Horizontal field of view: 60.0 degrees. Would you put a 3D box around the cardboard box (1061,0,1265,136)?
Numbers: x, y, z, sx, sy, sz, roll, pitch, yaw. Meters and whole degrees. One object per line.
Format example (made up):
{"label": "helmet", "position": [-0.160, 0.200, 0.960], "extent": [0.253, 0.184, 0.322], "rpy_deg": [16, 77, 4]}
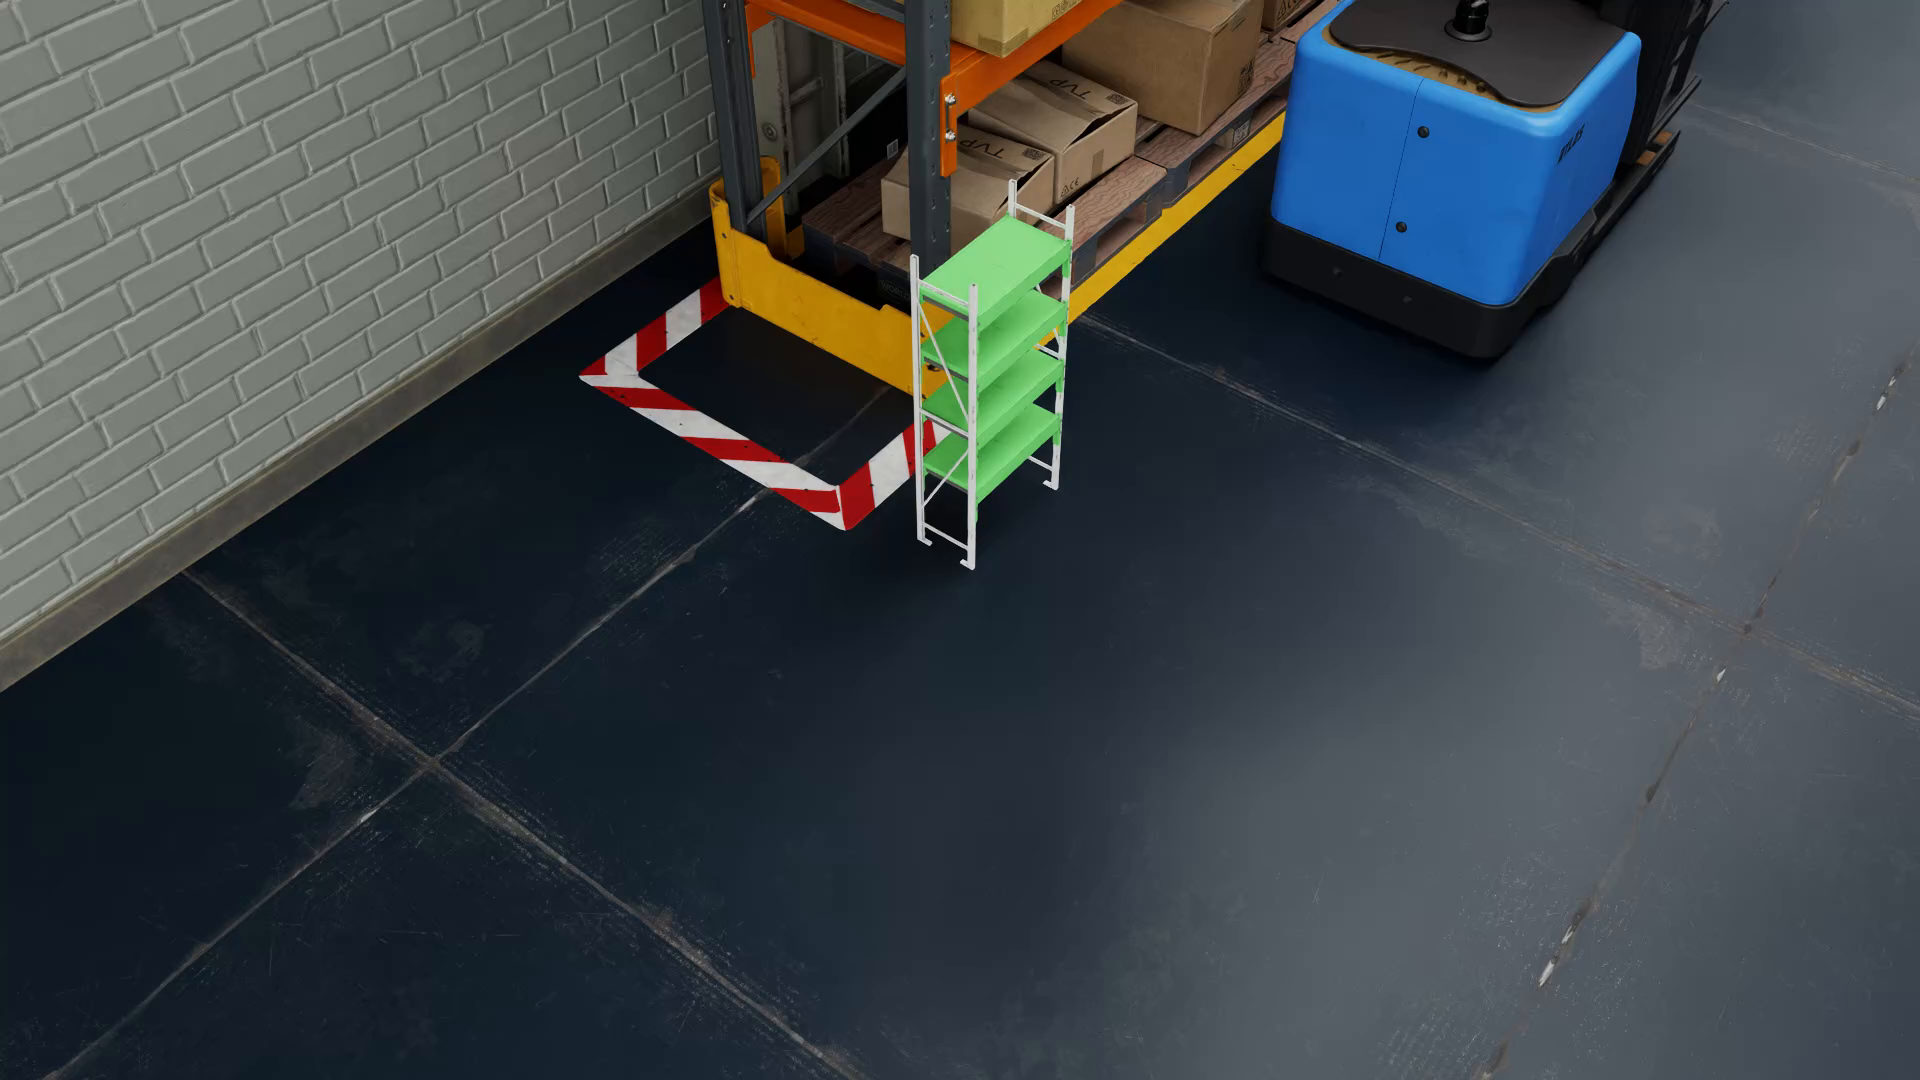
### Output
{"label": "cardboard box", "position": [0.869, -2.182, 7.184], "extent": [0.700, 0.500, 0.500], "rpy_deg": [26, 52, 23]}

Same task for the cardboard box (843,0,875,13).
{"label": "cardboard box", "position": [-0.329, -2.121, 5.792], "extent": [0.500, 0.250, 0.500], "rpy_deg": [30, 53, 25]}

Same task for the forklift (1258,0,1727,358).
{"label": "forklift", "position": [2.488, -2.727, 6.328], "extent": [1.130, 2.935, 3.031], "rpy_deg": [28, 52, 24]}

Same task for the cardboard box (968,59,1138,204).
{"label": "cardboard box", "position": [0.381, -1.719, 6.873], "extent": [0.500, 0.311, 0.500], "rpy_deg": [34, 55, 28]}

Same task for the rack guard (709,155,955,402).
{"label": "rack guard", "position": [-0.415, -0.993, 6.353], "extent": [1.175, 0.500, 0.348], "rpy_deg": [29, 53, 25]}

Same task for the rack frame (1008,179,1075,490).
{"label": "rack frame", "position": [0.250, -0.649, 5.540], "extent": [0.240, 1.200, 0.015], "rpy_deg": [29, 53, 25]}

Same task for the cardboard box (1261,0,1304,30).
{"label": "cardboard box", "position": [1.381, -2.779, 7.755], "extent": [0.500, 0.500, 0.500], "rpy_deg": [25, 51, 22]}

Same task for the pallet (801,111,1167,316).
{"label": "pallet", "position": [0.110, -1.343, 6.887], "extent": [1.003, 0.211, 1.213], "rpy_deg": [29, 53, 25]}

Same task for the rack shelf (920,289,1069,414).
{"label": "rack shelf", "position": [0.101, -0.631, 5.279], "extent": [0.258, 0.148, 0.480], "rpy_deg": [29, 53, 25]}

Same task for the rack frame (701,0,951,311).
{"label": "rack frame", "position": [-0.462, -1.813, 5.408], "extent": [1.000, 3.000, 0.127], "rpy_deg": [29, 53, 25]}

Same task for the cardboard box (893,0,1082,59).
{"label": "cardboard box", "position": [0.088, -1.907, 5.587], "extent": [0.500, 0.250, 0.500], "rpy_deg": [28, 52, 24]}

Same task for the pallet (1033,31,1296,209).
{"label": "pallet", "position": [0.856, -2.038, 7.551], "extent": [1.003, 0.211, 1.213], "rpy_deg": [29, 53, 25]}

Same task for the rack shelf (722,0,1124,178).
{"label": "rack shelf", "position": [0.761, -2.709, 6.761], "extent": [1.077, 0.370, 4.000], "rpy_deg": [29, 53, 25]}

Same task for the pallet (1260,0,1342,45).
{"label": "pallet", "position": [1.601, -2.739, 8.220], "extent": [1.003, 0.211, 1.213], "rpy_deg": [29, 53, 25]}

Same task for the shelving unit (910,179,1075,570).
{"label": "shelving unit", "position": [0.101, -0.509, 5.407], "extent": [0.258, 1.200, 0.503], "rpy_deg": [29, 53, 25]}

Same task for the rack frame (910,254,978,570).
{"label": "rack frame", "position": [-0.048, -0.370, 5.273], "extent": [0.240, 1.200, 0.015], "rpy_deg": [29, 53, 25]}

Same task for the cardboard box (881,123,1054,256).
{"label": "cardboard box", "position": [0.033, -1.392, 6.561], "extent": [0.500, 0.311, 0.500], "rpy_deg": [24, 51, 21]}

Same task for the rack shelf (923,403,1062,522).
{"label": "rack shelf", "position": [0.101, -0.299, 5.626], "extent": [0.258, 0.148, 0.480], "rpy_deg": [29, 53, 25]}

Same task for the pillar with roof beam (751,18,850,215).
{"label": "pillar with roof beam", "position": [2.689, -2.765, 2.168], "extent": [9.100, 9.000, 0.400], "rpy_deg": [29, 53, 25]}

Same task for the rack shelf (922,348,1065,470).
{"label": "rack shelf", "position": [0.101, -0.465, 5.453], "extent": [0.258, 0.148, 0.480], "rpy_deg": [29, 53, 25]}

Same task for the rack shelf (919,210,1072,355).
{"label": "rack shelf", "position": [0.101, -0.797, 5.106], "extent": [0.258, 0.148, 0.480], "rpy_deg": [29, 53, 25]}

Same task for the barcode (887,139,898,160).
{"label": "barcode", "position": [-0.273, -1.583, 6.737], "extent": [0.001, 0.075, 0.075], "rpy_deg": [29, 53, 25]}
